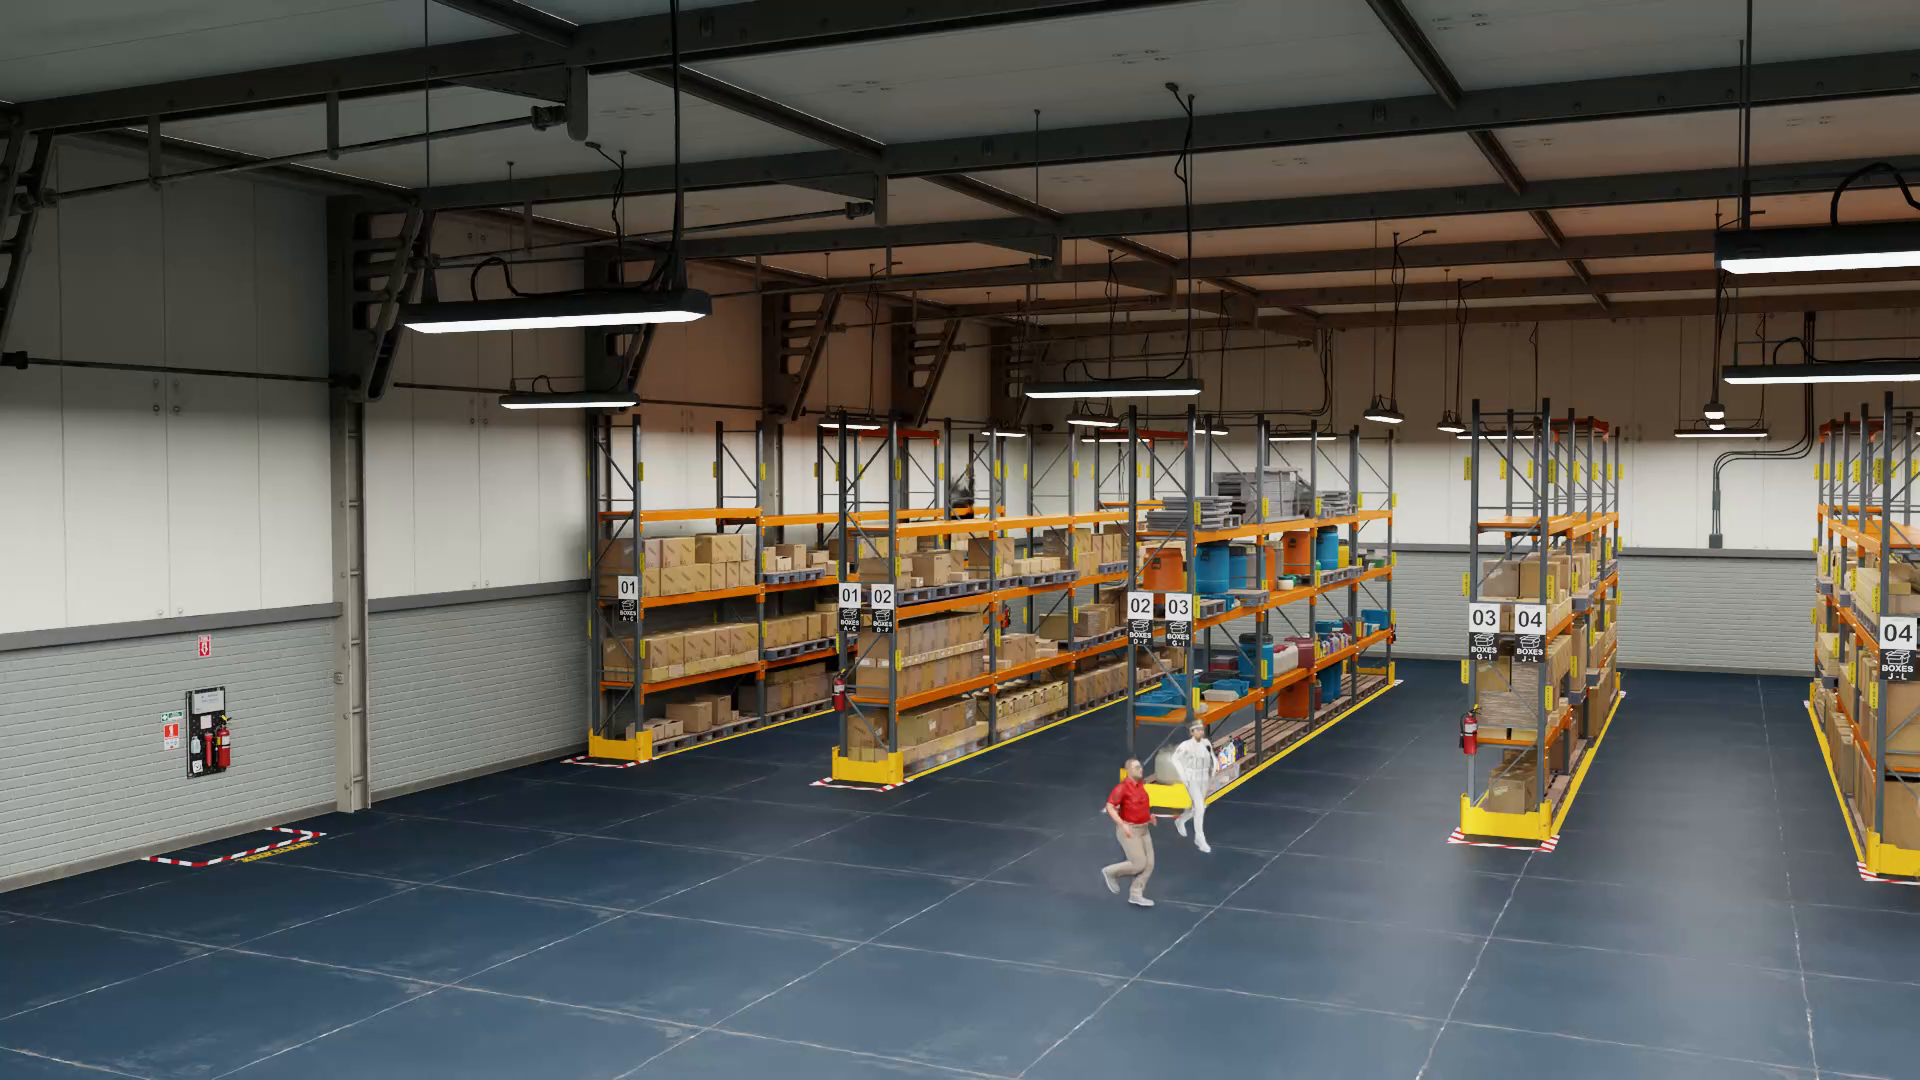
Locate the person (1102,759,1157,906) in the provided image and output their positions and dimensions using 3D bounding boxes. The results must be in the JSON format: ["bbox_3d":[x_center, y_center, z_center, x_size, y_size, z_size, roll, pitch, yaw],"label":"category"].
[{"bbox_3d":[1.978,3.368,19.237,0.619,1.676,0.679,2,3,37],"label":"person"}]

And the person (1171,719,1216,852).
[{"bbox_3d":[3.143,3.240,22.247,0.609,1.735,0.773,-1,3,-29],"label":"person"}]
